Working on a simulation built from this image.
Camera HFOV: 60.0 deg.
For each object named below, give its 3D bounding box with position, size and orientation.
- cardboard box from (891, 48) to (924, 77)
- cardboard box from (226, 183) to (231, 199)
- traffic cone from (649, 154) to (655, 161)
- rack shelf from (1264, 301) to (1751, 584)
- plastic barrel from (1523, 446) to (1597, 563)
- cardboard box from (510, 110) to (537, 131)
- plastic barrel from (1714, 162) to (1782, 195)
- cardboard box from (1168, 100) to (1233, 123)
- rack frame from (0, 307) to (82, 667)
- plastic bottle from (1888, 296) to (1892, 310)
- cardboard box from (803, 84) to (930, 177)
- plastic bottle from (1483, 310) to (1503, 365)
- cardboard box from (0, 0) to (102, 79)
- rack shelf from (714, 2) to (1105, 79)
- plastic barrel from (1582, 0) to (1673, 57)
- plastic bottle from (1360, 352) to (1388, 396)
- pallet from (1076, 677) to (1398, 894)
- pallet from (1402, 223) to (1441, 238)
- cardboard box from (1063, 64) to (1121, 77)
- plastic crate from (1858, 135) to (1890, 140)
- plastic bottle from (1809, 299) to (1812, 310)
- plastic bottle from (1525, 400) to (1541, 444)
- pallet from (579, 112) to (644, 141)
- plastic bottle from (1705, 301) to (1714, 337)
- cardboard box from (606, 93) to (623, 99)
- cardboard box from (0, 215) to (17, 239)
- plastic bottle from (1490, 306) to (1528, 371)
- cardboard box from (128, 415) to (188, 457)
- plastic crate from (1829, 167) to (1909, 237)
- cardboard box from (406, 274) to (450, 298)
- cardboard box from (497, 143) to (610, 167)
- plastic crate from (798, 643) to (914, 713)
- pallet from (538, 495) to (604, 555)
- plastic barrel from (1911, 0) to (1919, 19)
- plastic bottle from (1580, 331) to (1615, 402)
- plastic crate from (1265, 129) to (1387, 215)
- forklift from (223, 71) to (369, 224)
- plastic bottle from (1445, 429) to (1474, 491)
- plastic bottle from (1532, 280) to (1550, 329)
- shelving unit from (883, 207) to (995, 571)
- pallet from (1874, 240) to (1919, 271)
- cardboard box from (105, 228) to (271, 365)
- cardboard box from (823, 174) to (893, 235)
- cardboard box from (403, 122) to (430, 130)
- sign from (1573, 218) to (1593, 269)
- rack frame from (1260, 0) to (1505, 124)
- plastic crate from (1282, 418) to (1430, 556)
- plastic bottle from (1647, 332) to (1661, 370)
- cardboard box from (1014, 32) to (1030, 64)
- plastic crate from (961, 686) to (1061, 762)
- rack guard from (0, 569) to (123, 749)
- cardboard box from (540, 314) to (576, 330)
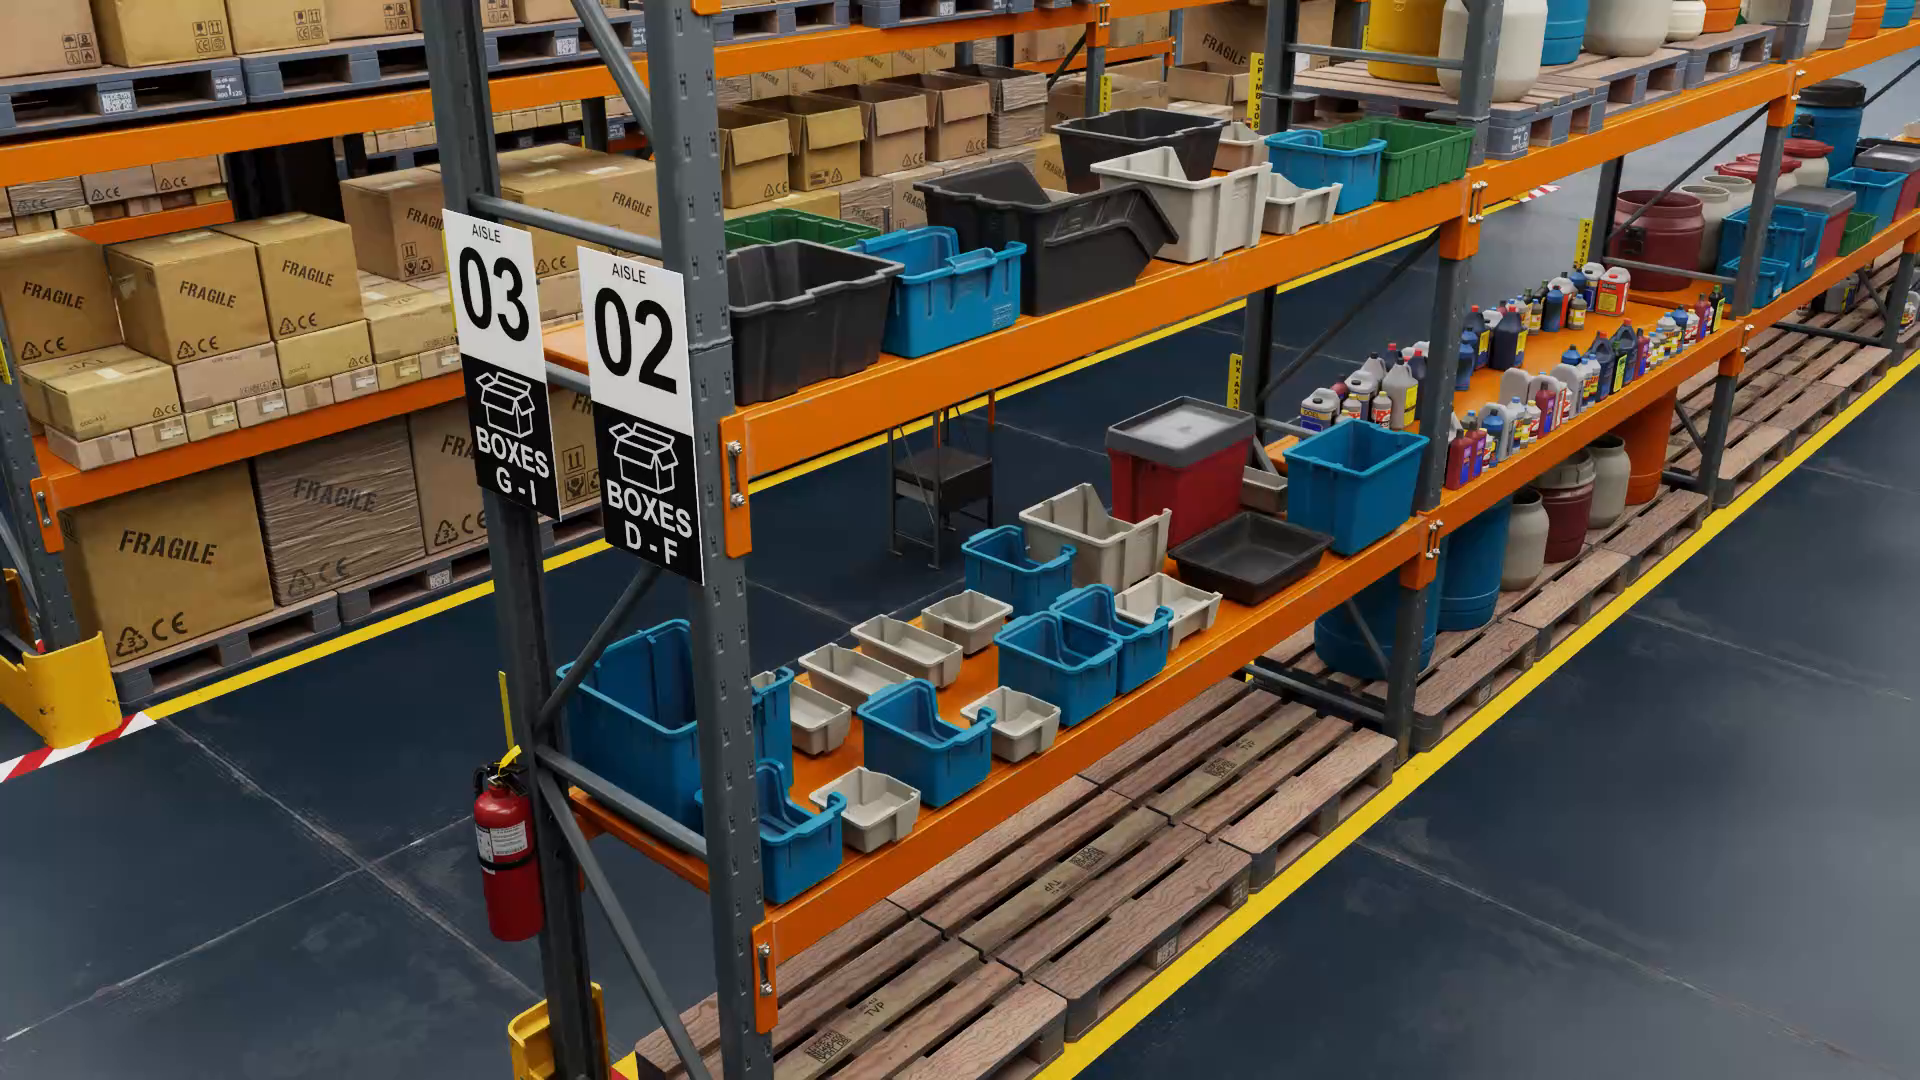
[{"bbox_3d":[-0.747,-5.271,18.217,0.500,0.500,0.500,20,31,37],"label":"cardboard box"},{"bbox_3d":[-5.707,-2.800,13.135,0.380,0.149,0.250,19,30,36],"label":"cardboard box"},{"bbox_3d":[-3.799,-5.014,20.867,0.336,0.463,0.334,20,31,38],"label":"traffic cone"},{"bbox_3d":[3.050,-0.717,9.062,1.077,0.370,4.000,20,31,38],"label":"rack shelf"},{"bbox_3d":[3.317,-0.248,9.571,0.600,0.588,0.708,20,31,38],"label":"plastic barrel"},{"bbox_3d":[-3.956,-3.720,14.674,0.380,0.149,0.250,18,30,35],"label":"cardboard box"},{"bbox_3d":[5.474,-2.348,11.655,0.433,0.535,0.433,0,24,0],"label":"plastic barrel"},{"bbox_3d":[1.986,-3.578,14.234,0.500,0.250,0.500,19,30,36],"label":"cardboard box"},{"bbox_3d":[-4.643,-0.570,7.854,1.000,3.000,0.127,20,31,38],"label":"rack frame"},{"bbox_3d":[7.709,-1.947,13.708,0.061,0.283,0.133,20,31,38],"label":"plastic bottle"},{"bbox_3d":[-0.683,-2.888,11.677,0.797,0.503,0.637,21,32,39],"label":"cardboard box"},{"bbox_3d":[2.930,-1.132,9.260,0.152,0.276,0.135,20,31,38],"label":"plastic bottle"},{"bbox_3d":[-4.336,-2.394,7.500,0.700,0.500,0.500,18,30,34],"label":"cardboard box"},{"bbox_3d":[-0.639,-3.438,11.465,1.077,0.370,4.000,20,31,38],"label":"rack shelf"},{"bbox_3d":[3.314,-2.696,8.250,0.433,0.535,0.433,0,24,0],"label":"plastic barrel"},{"bbox_3d":[2.085,-0.783,8.390,0.144,0.351,0.185,20,31,38],"label":"plastic bottle"},{"bbox_3d":[1.253,1.071,7.603,1.003,0.211,1.213,20,31,38],"label":"pallet"},{"bbox_3d":[4.602,-3.541,17.890,1.003,0.211,1.213,20,31,38],"label":"pallet"},{"bbox_3d":[1.420,-5.558,21.064,0.875,0.875,0.875,20,31,37],"label":"cardboard box"},{"bbox_3d":[7.591,-3.217,13.940,0.499,0.251,0.616,20,31,38],"label":"plastic crate"},{"bbox_3d":[7.130,-2.071,13.986,0.061,0.283,0.133,22,32,40],"label":"plastic bottle"},{"bbox_3d":[2.780,-0.581,8.122,0.097,0.201,0.097,0,24,0],"label":"plastic bottle"},{"bbox_3d":[-3.326,-4.058,15.870,1.213,0.211,1.003,20,31,38],"label":"pallet"},{"bbox_3d":[4.342,-1.294,9.713,0.097,0.201,0.097,0,24,0],"label":"plastic bottle"},{"bbox_3d":[-3.271,-4.167,15.308,0.380,0.149,0.250,21,32,39],"label":"cardboard box"},{"bbox_3d":[-6.994,-2.265,11.943,0.380,0.149,0.250,19,31,37],"label":"cardboard box"},{"bbox_3d":[3.023,-1.118,9.137,0.144,0.351,0.185,20,31,38],"label":"plastic bottle"},{"bbox_3d":[-3.990,-0.552,8.121,0.380,0.149,0.250,20,31,37],"label":"cardboard box"},{"bbox_3d":[6.550,-2.445,12.056,0.392,0.384,0.575,20,31,38],"label":"plastic crate"},{"bbox_3d":[-2.757,-1.336,9.382,0.500,0.250,0.500,21,32,39],"label":"cardboard box"},{"bbox_3d":[-2.483,-2.122,10.219,0.500,0.500,0.500,20,31,38],"label":"cardboard box"},{"bbox_3d":[-0.341,0.493,5.732,0.396,0.136,0.243,20,31,38],"label":"plastic crate"},{"bbox_3d":[-2.539,-0.306,10.674,1.003,0.211,1.213,20,31,38],"label":"pallet"},{"bbox_3d":[6.440,-4.057,11.354,0.600,0.901,0.600,0,24,0],"label":"plastic barrel"},{"bbox_3d":[3.320,-0.910,8.674,0.144,0.351,0.185,20,31,38],"label":"plastic bottle"},{"bbox_3d":[1.345,-1.364,6.163,0.416,0.233,0.300,20,31,38],"label":"plastic crate"},{"bbox_3d":[-4.174,-2.216,11.610,1.130,2.935,3.031,20,31,37],"label":"forklift"},{"bbox_3d":[2.278,-0.378,7.569,0.061,0.283,0.133,20,31,38],"label":"plastic bottle"},{"bbox_3d":[3.423,-1.389,9.823,0.061,0.283,0.133,20,31,38],"label":"plastic bottle"},{"bbox_3d":[-0.110,-0.908,9.708,0.431,2.100,0.503,20,31,38],"label":"shelving unit"},{"bbox_3d":[9.162,-2.538,15.652,1.003,0.211,1.213,20,31,38],"label":"pallet"},{"bbox_3d":[-3.788,-1.204,8.172,0.500,0.500,0.500,19,31,36],"label":"cardboard box"},{"bbox_3d":[-0.811,-2.212,11.394,0.500,0.500,0.500,19,31,36],"label":"cardboard box"},{"bbox_3d":[-4.651,-3.539,13.907,0.380,0.149,0.250,21,32,39],"label":"cardboard box"},{"bbox_3d":[3.970,-1.877,10.571,0.100,0.325,0.005,20,31,38],"label":"sign"},{"bbox_3d":[1.715,-3.173,6.329,1.000,3.000,0.127,20,31,38],"label":"rack frame"},{"bbox_3d":[1.657,-0.221,7.022,0.392,0.384,0.575,20,31,38],"label":"plastic crate"},{"bbox_3d":[3.798,-1.046,9.159,0.097,0.201,0.097,0,24,0],"label":"plastic bottle"},{"bbox_3d":[0.327,-5.969,19.712,0.875,0.550,0.550,20,31,38],"label":"cardboard box"},{"bbox_3d":[0.184,0.609,5.475,0.250,0.136,0.298,20,31,38],"label":"plastic crate"},{"bbox_3d":[-4.659,0.578,8.349,1.175,0.500,0.348,20,31,38],"label":"rack guard"},{"bbox_3d":[-2.448,-1.256,9.693,0.380,0.149,0.250,21,31,38],"label":"cardboard box"}]
